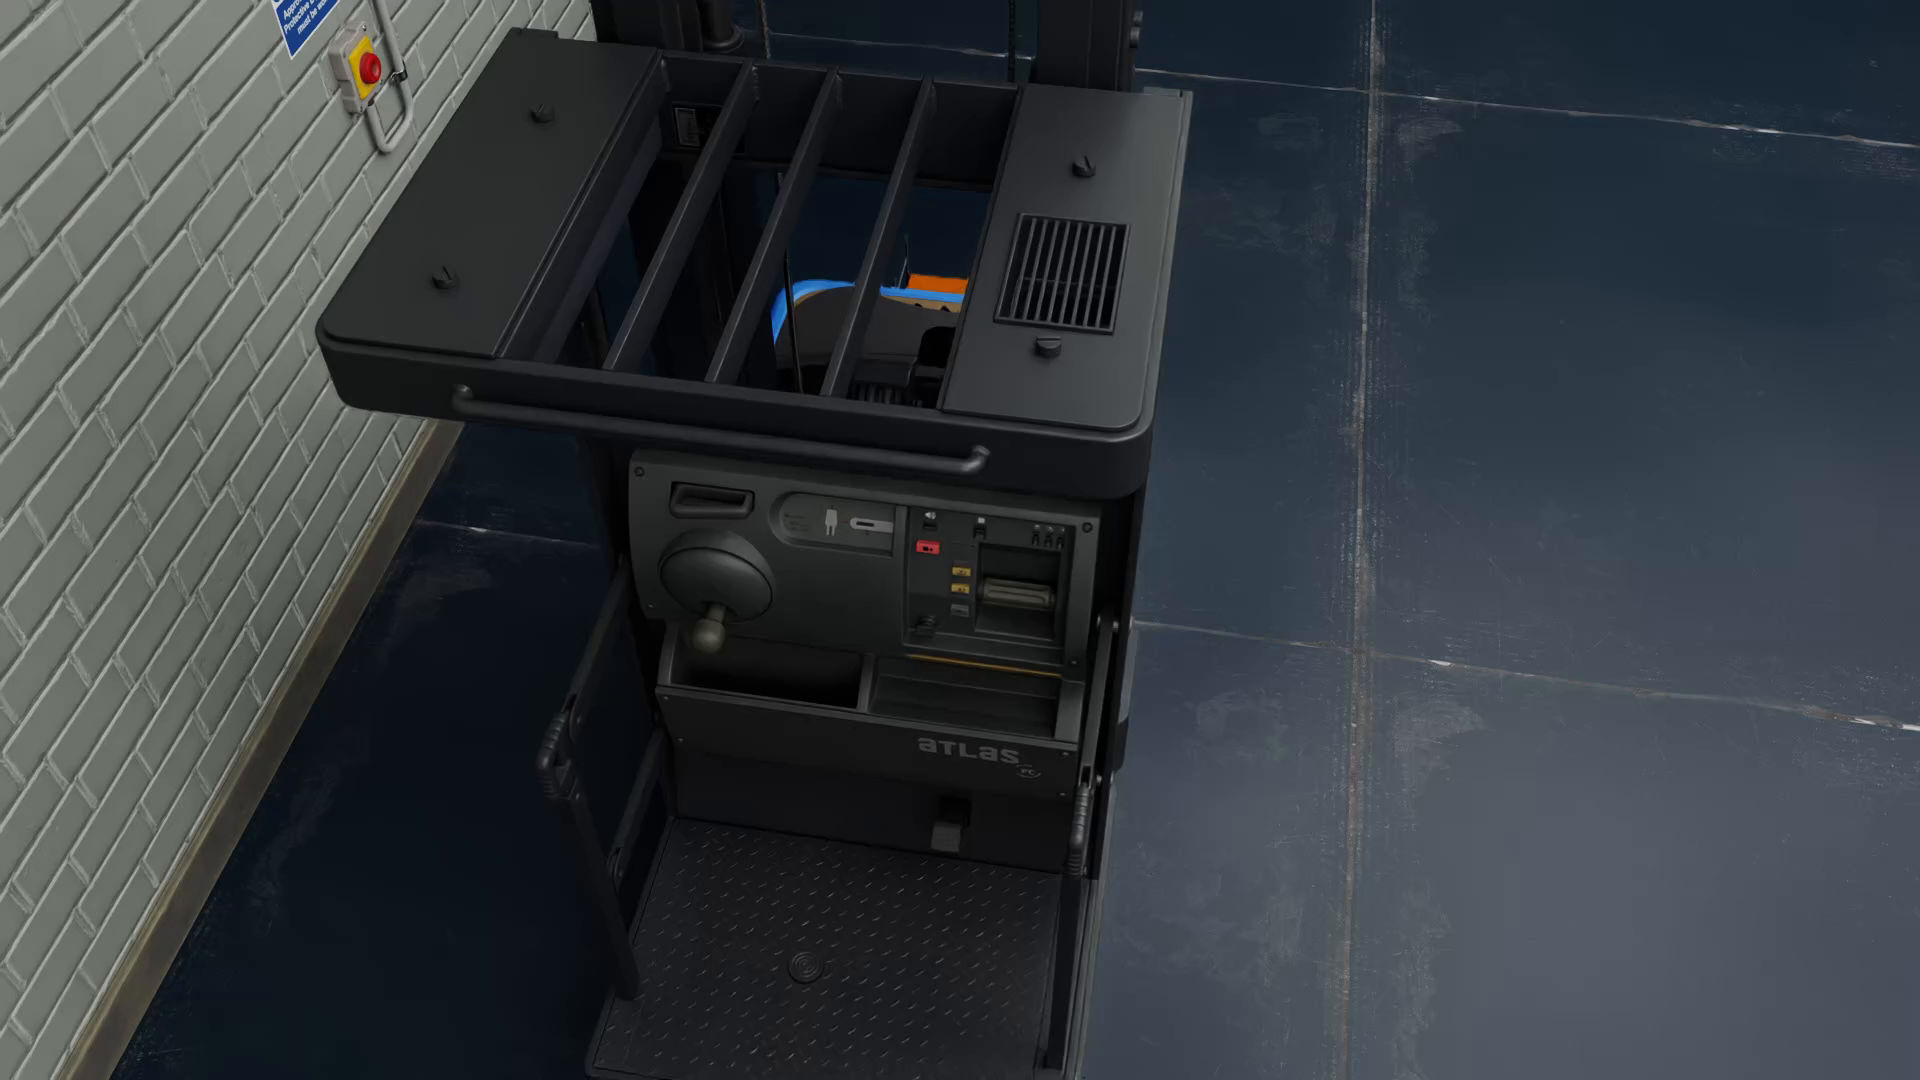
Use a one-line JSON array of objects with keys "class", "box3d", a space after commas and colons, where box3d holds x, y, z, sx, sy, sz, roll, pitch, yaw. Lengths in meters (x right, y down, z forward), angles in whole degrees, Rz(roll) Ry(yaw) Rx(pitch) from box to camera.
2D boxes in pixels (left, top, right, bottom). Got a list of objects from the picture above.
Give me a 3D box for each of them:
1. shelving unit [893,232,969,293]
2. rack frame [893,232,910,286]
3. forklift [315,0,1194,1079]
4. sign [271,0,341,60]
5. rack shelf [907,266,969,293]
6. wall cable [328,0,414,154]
[{"class": "shelving unit", "box3d": [-0.040, -0.416, 4.918, 0.252, 1.050, 0.215, 7, 48, 6]}, {"class": "rack frame", "box3d": [-0.160, -0.430, 4.930, 0.008, 1.050, 0.200, 7, 48, 6]}, {"class": "forklift", "box3d": [-0.230, 0.165, 3.131, 1.130, 2.935, 3.031, 7, 48, 6]}, {"class": "sign", "box3d": [-1.706, -1.436, 4.342, 0.001, 0.218, 0.327, 8, 49, 7]}, {"class": "rack shelf", "box3d": [-0.040, -0.598, 4.715, 0.240, 0.259, 0.215, 7, 48, 6]}, {"class": "wall cable", "box3d": [-1.638, -1.722, 4.077, 0.123, 1.953, 0.585, 8, 49, 7]}]
